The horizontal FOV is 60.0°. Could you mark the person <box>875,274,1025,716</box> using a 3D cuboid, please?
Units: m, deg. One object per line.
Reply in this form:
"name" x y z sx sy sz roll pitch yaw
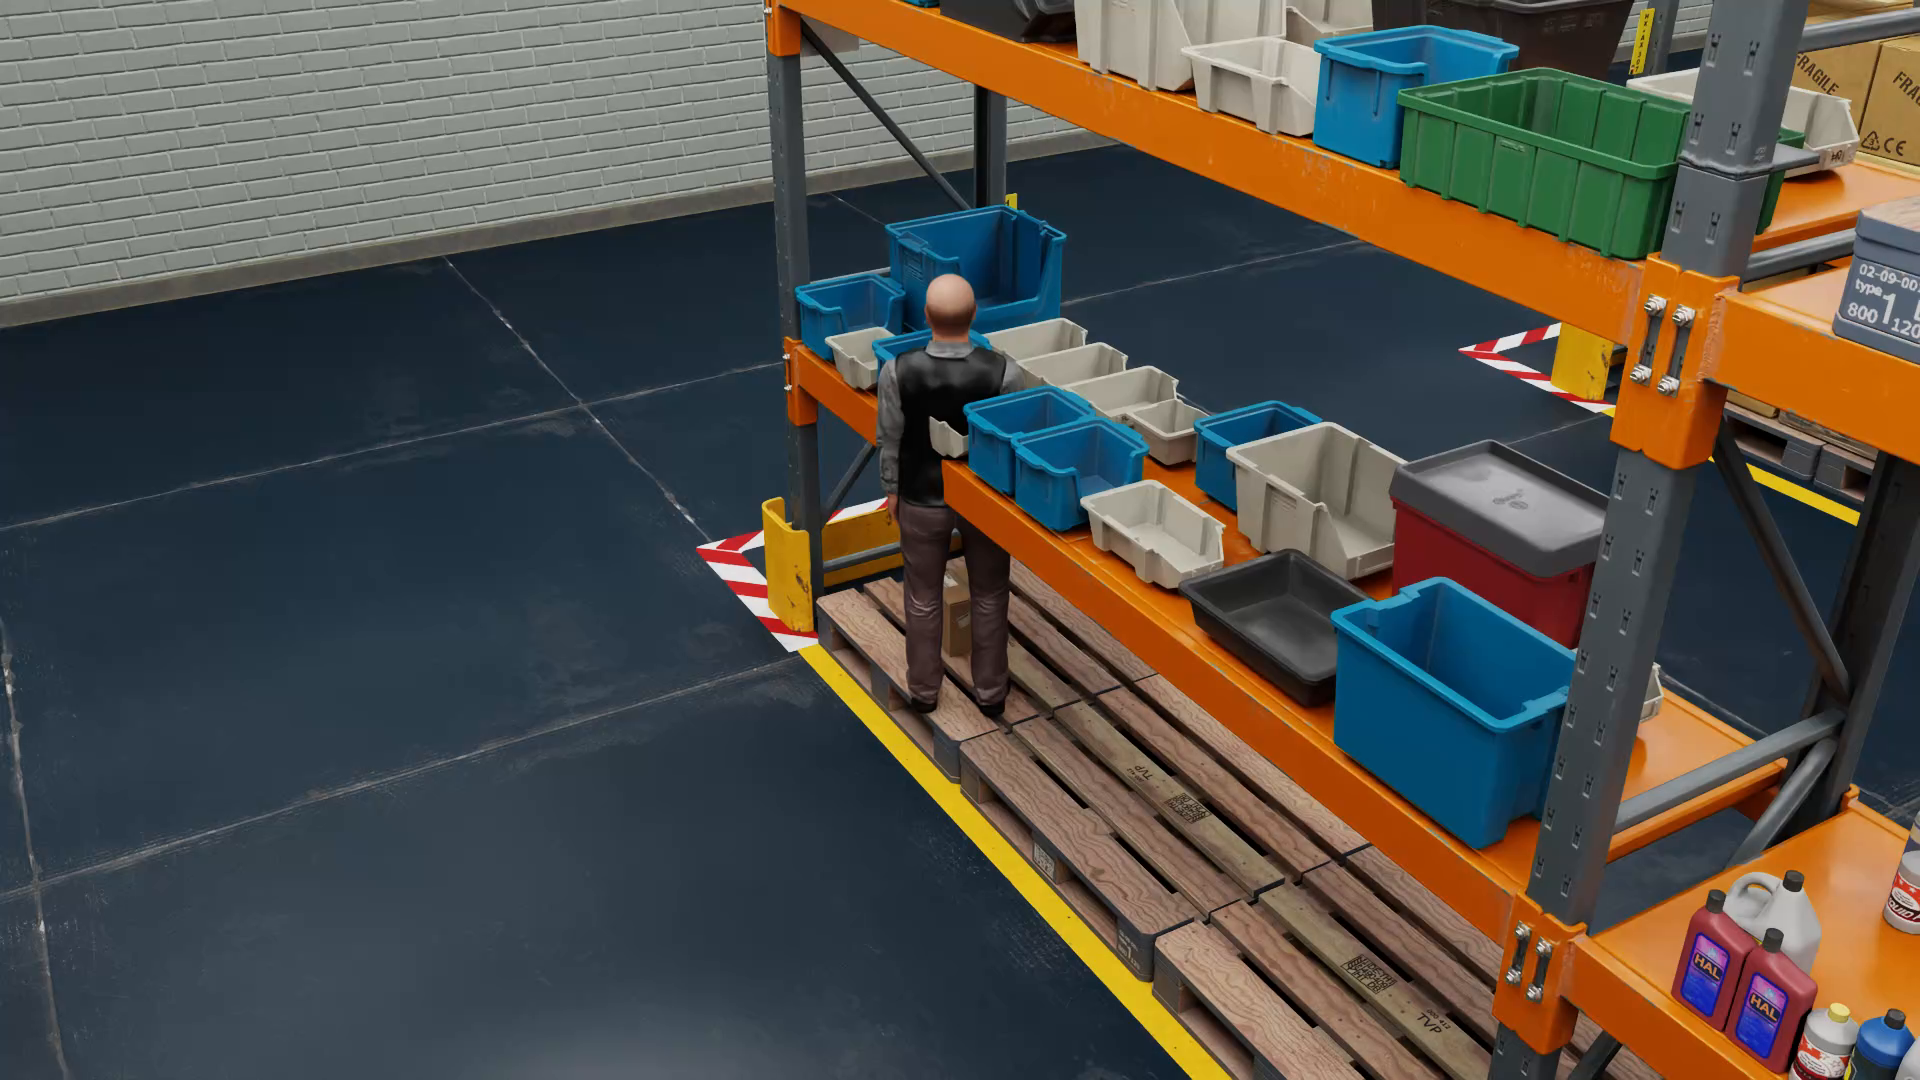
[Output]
"person" -0.033 -0.144 6.044 0.534 1.712 0.358 1 29 3
